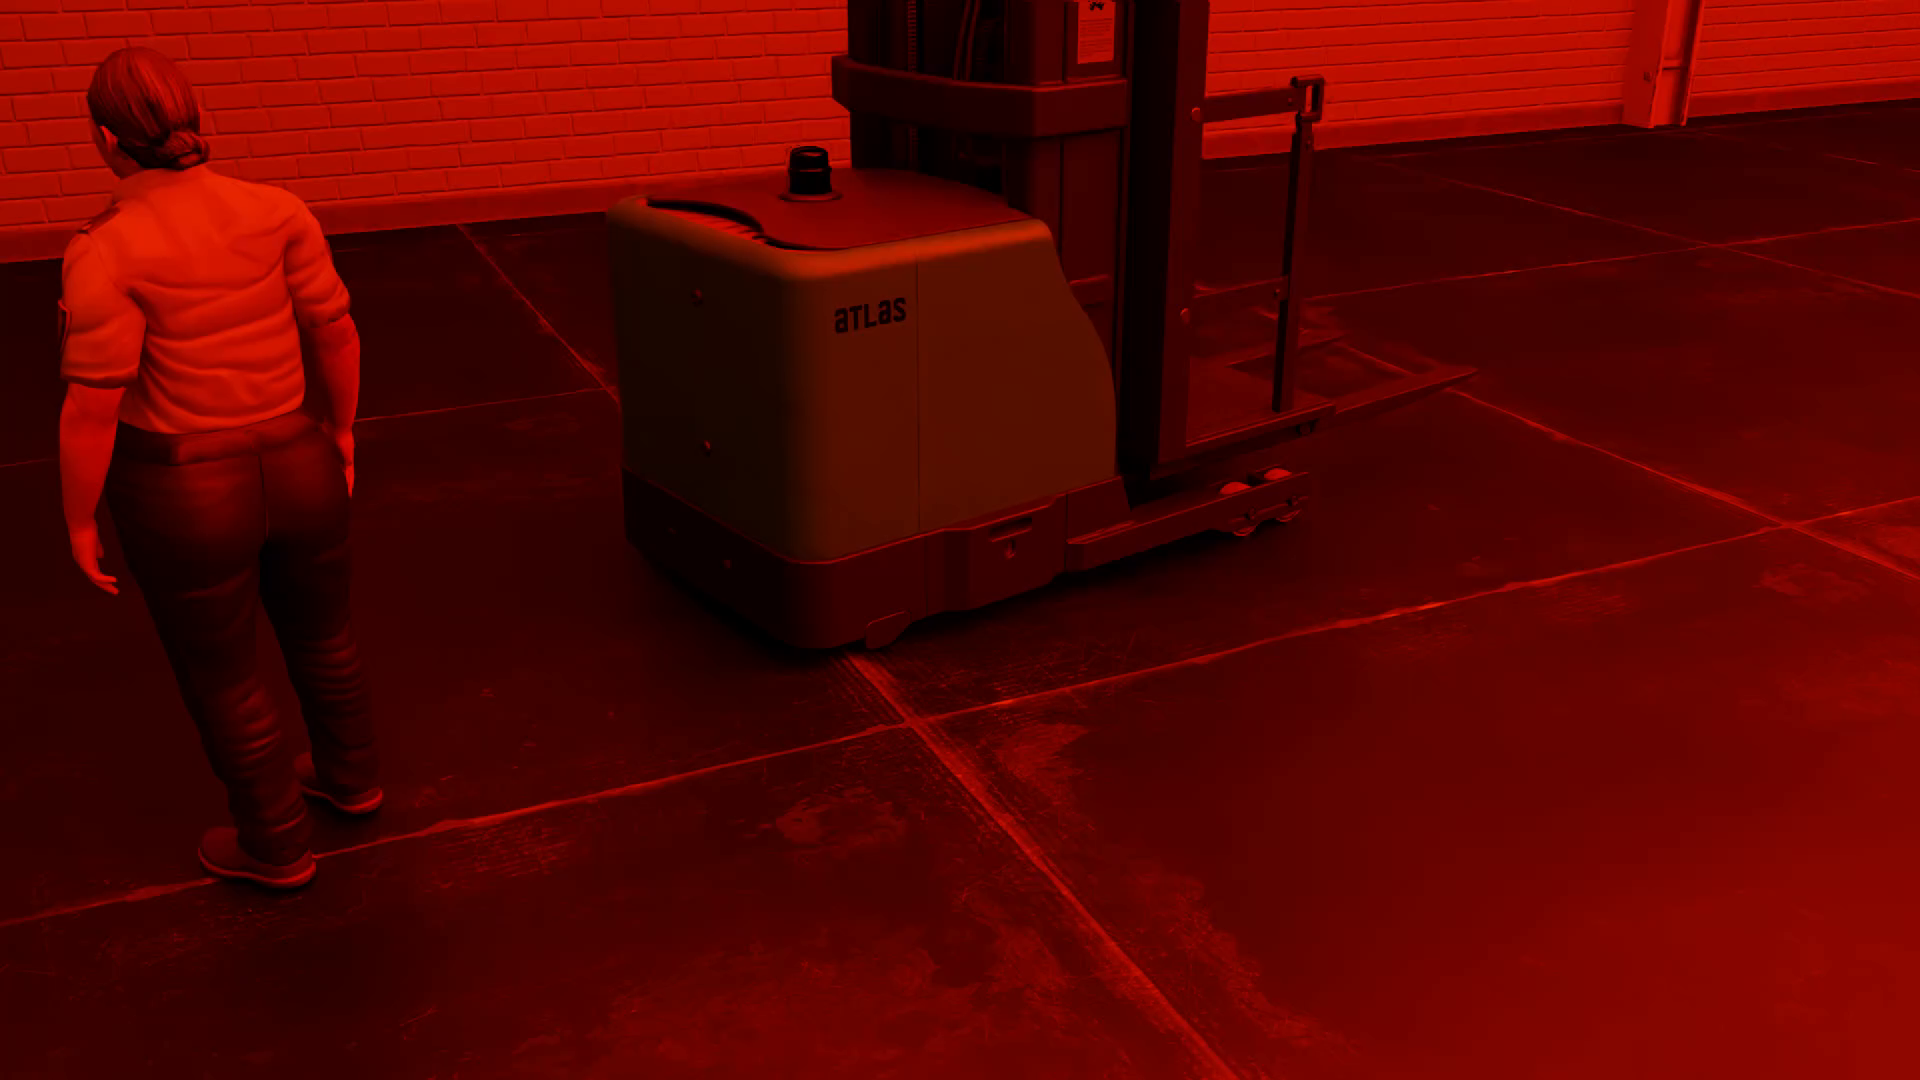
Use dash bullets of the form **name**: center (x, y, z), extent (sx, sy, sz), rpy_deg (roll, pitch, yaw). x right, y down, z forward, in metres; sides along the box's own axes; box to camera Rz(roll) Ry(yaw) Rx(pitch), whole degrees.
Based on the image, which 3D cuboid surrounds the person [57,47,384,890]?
- **person**: center (-1.449, -0.101, 3.191), extent (0.504, 1.654, 0.587), rpy_deg (16, 28, 34)

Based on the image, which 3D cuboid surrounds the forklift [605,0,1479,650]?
- **forklift**: center (0.480, -1.507, 4.914), extent (3.031, 2.935, 1.130), rpy_deg (-17, 28, -35)
